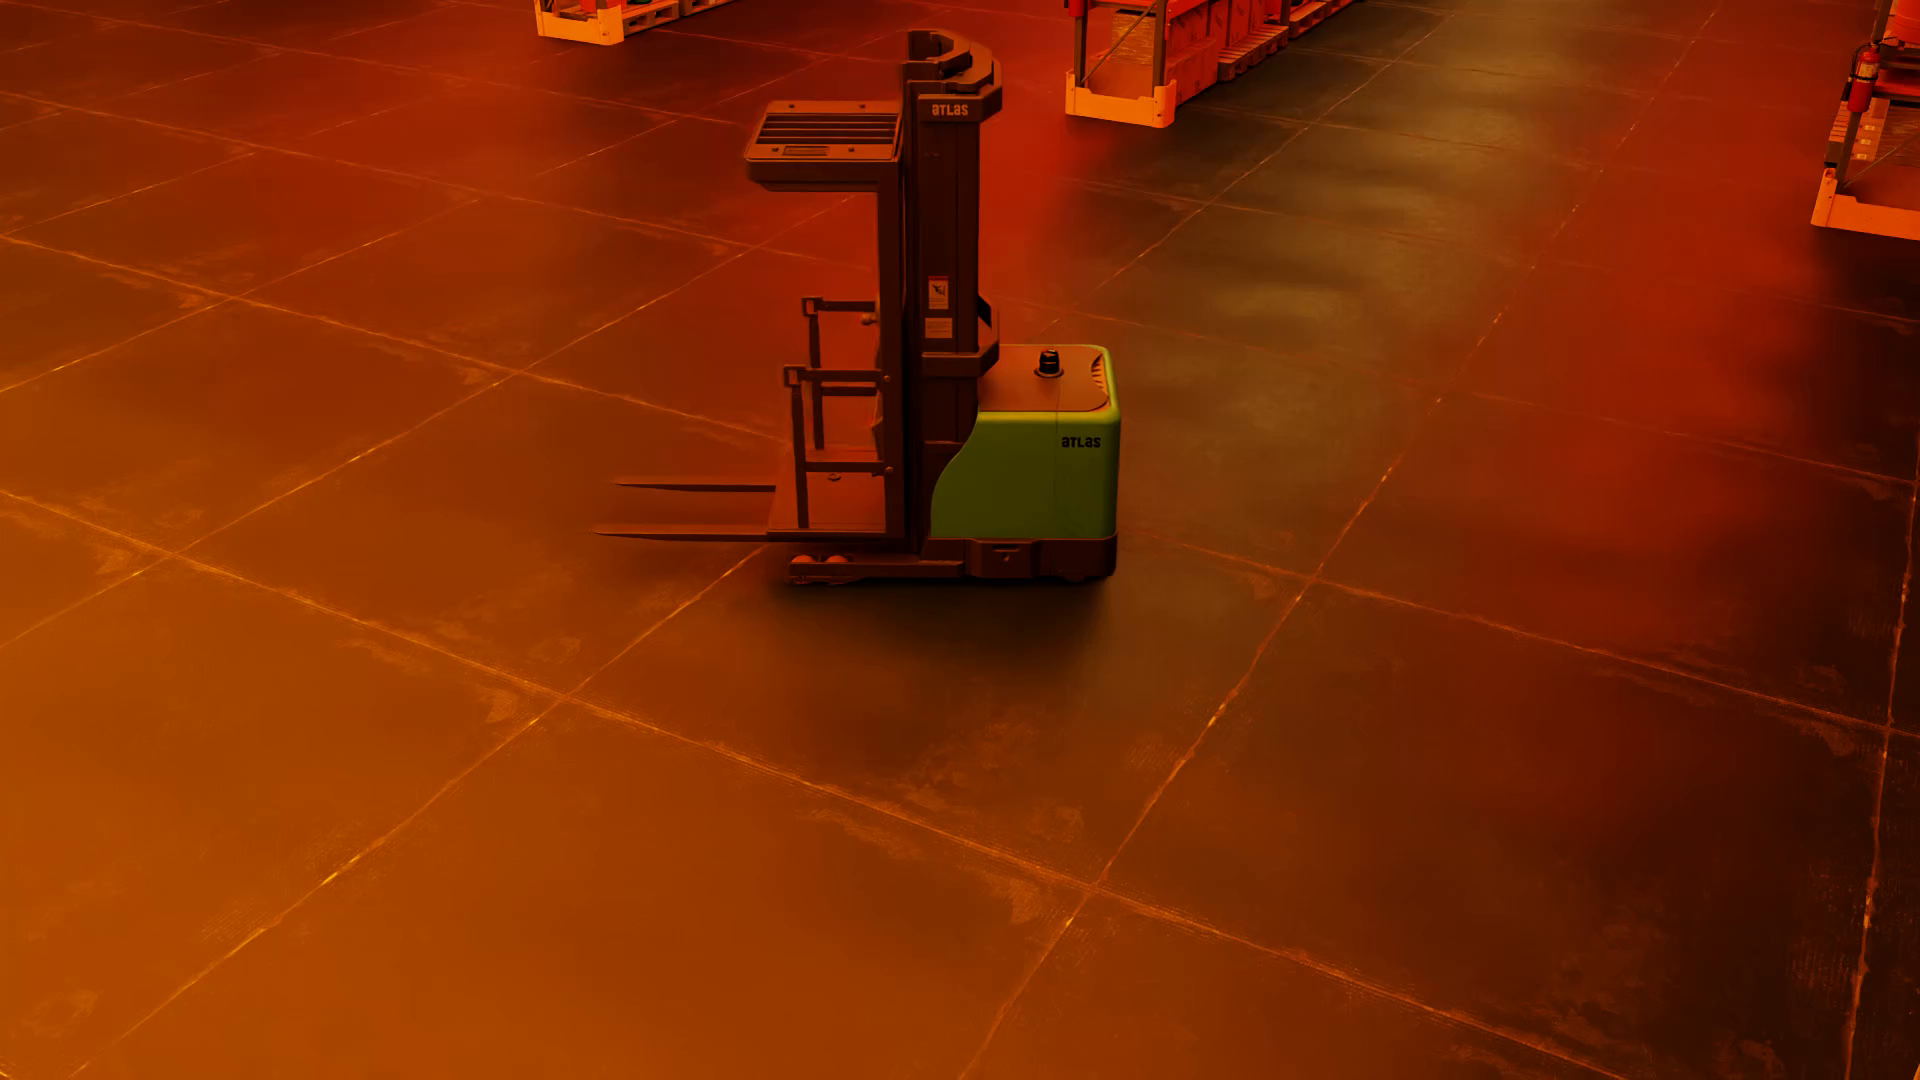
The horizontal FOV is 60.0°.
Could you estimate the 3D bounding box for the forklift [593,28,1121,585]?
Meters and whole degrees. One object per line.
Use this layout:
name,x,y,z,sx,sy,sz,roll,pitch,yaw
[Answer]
forklift,-0.610,-1.275,9.279,3.031,2.935,1.130,0,30,1
